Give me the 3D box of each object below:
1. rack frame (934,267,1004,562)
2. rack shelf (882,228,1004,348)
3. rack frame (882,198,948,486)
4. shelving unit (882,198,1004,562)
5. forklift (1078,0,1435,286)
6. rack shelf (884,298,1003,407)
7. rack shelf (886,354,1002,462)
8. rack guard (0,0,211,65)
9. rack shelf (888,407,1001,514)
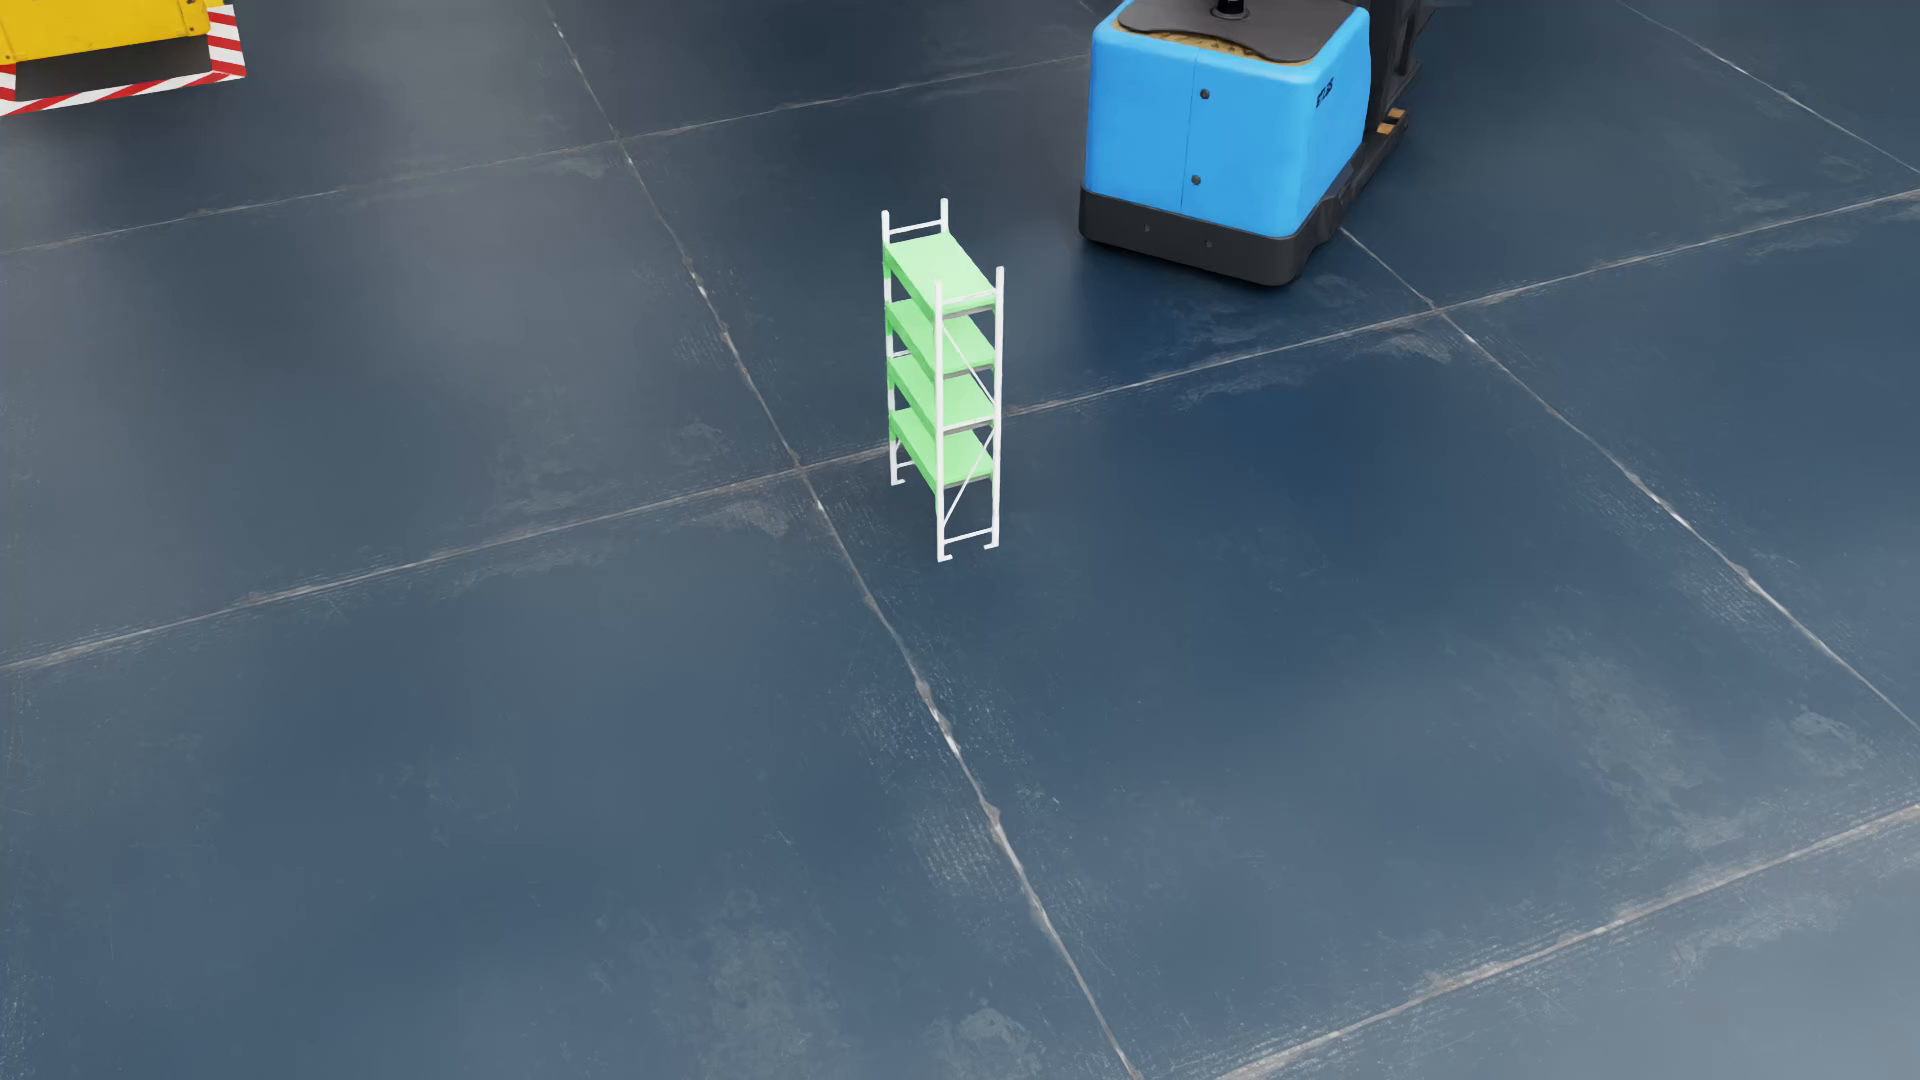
[{"bbox_3d":[0.030,-0.408,5.804,0.240,1.200,0.015,-15,43,-17],"label":"rack frame"},{"bbox_3d":[-0.063,-0.870,5.703,0.258,0.148,0.480,-15,43,-17],"label":"rack shelf"},{"bbox_3d":[-0.157,-0.702,6.146,0.240,1.200,0.015,-15,43,-17],"label":"rack frame"},{"bbox_3d":[-0.063,-0.555,5.975,0.258,1.200,0.503,-15,43,-17],"label":"shelving unit"},{"bbox_3d":[1.691,-3.206,7.730,1.130,2.935,3.031,19,44,21],"label":"forklift"},{"bbox_3d":[-0.063,-0.688,5.860,0.258,0.148,0.480,-15,43,-17],"label":"rack shelf"},{"bbox_3d":[-0.063,-0.506,6.016,0.258,0.148,0.480,-15,43,-17],"label":"rack shelf"},{"bbox_3d":[-4.965,-3.097,9.468,1.175,0.500,0.348,-15,43,-17],"label":"rack guard"},{"bbox_3d":[-0.063,-0.324,6.173,0.258,0.148,0.480,-15,43,-17],"label":"rack shelf"}]
